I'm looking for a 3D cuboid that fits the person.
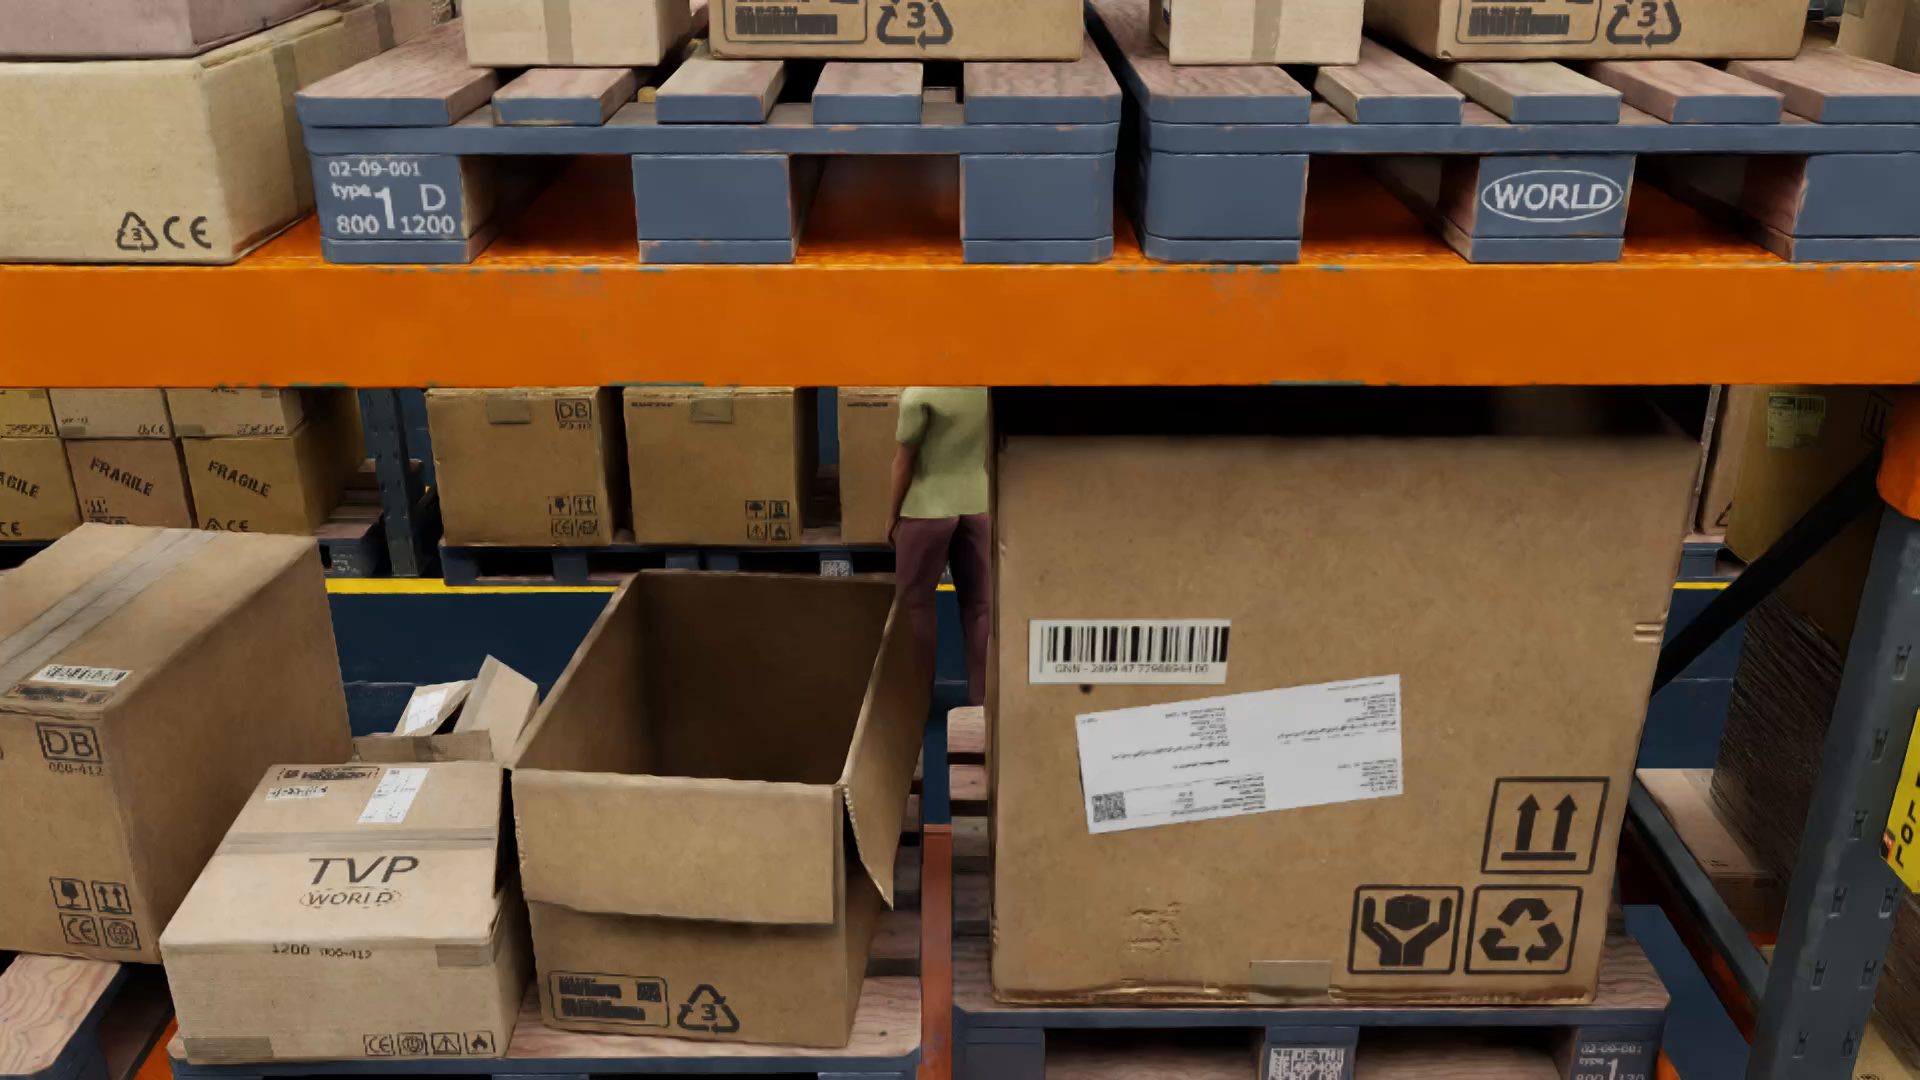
[{"bbox_3d":[-0.057,-0.112,6.313,0.510,1.668,0.494,-12,27,-24],"label":"person"}]
